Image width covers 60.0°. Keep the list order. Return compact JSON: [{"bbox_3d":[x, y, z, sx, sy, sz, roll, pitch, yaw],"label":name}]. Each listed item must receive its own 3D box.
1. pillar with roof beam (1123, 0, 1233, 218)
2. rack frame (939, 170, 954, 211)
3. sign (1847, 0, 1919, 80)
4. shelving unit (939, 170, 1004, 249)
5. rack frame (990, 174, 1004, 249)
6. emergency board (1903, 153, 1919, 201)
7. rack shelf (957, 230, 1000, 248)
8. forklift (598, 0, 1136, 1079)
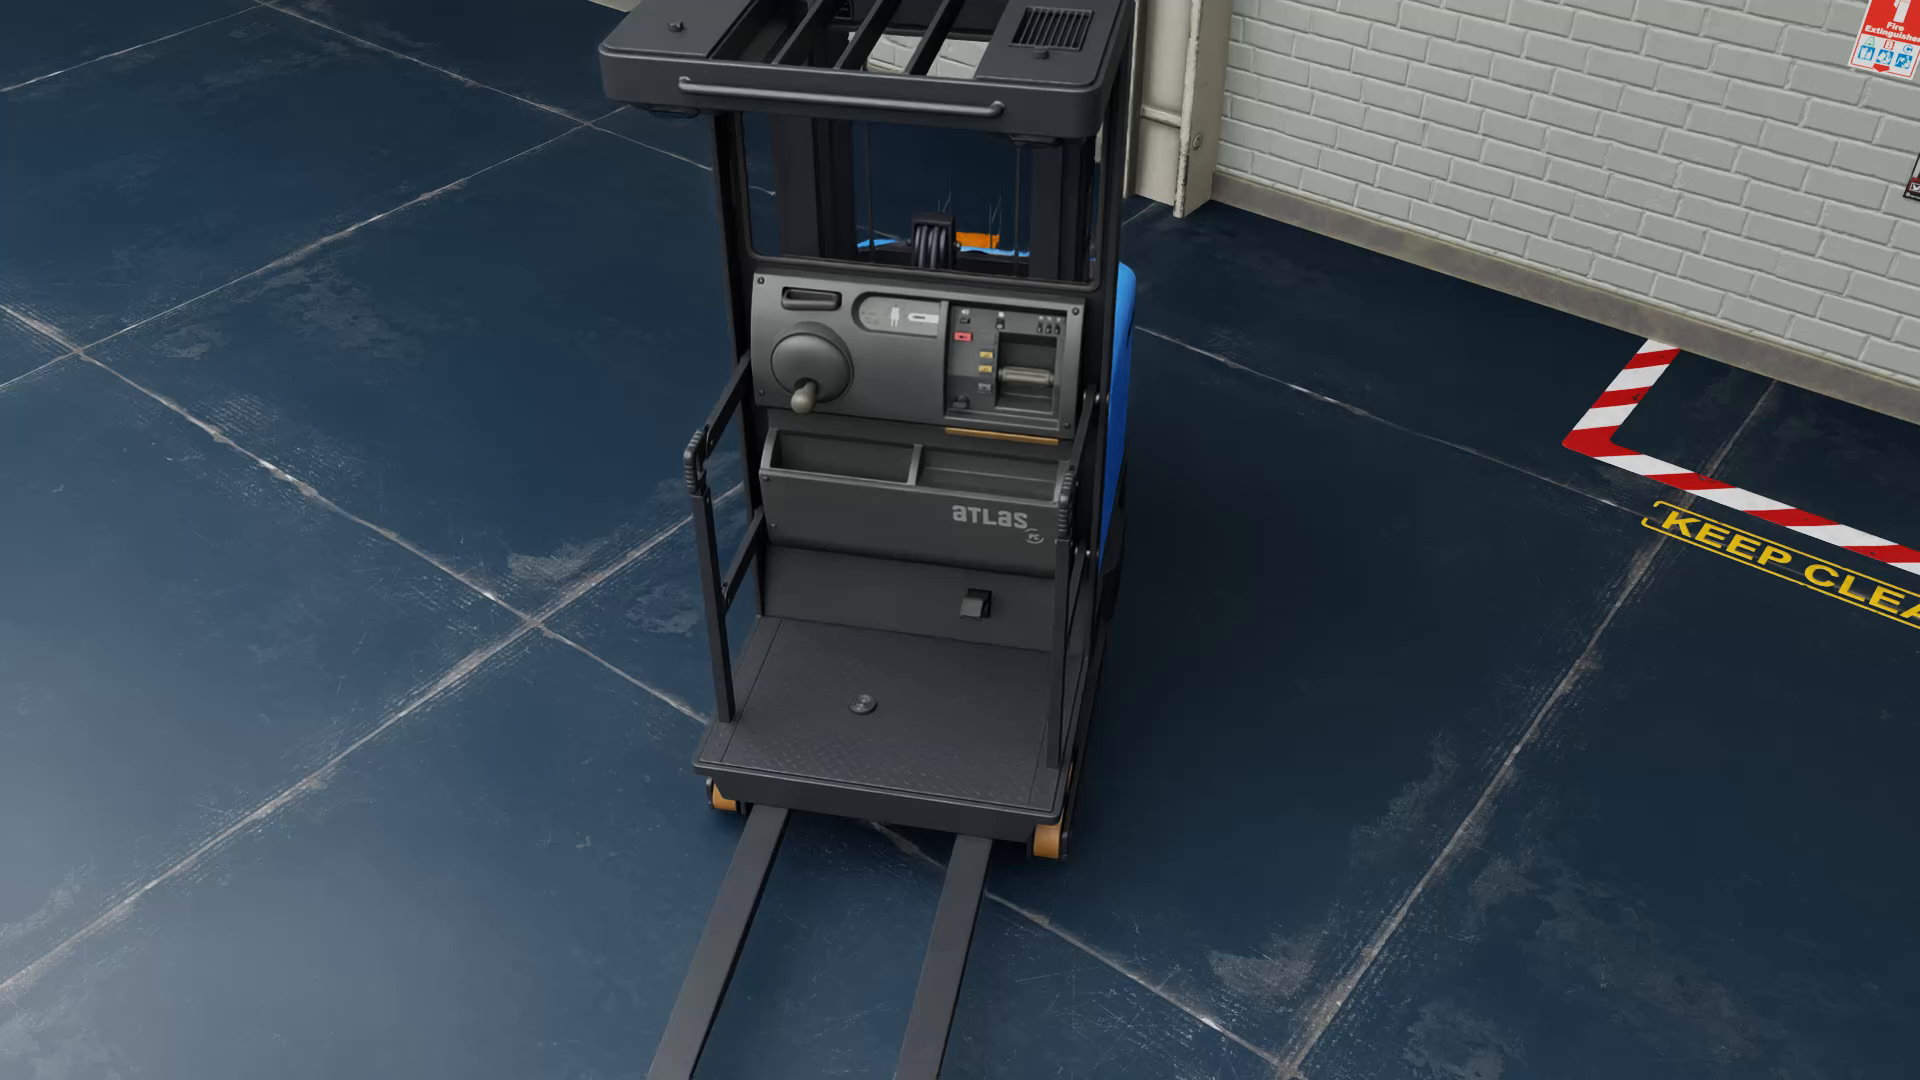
[{"bbox_3d":[-1.571,-3.189,3.024,0.400,9.000,9.100,25,45,29],"label":"pillar with roof beam"},{"bbox_3d":[-0.048,-0.793,6.289,0.006,1.200,0.240,7,38,9],"label":"rack frame"},{"bbox_3d":[3.494,-1.904,6.220,0.234,0.329,0.001,25,45,29],"label":"sign"},{"bbox_3d":[0.041,-0.782,6.275,0.189,1.200,0.258,7,38,9],"label":"shelving unit"},{"bbox_3d":[0.131,-0.771,6.261,0.006,1.200,0.240,7,38,9],"label":"rack frame"},{"bbox_3d":[3.875,-1.645,5.917,0.626,1.169,0.157,25,45,29],"label":"emergency board"},{"bbox_3d":[0.042,-1.031,6.081,0.180,0.103,0.258,7,38,9],"label":"rack shelf"},{"bbox_3d":[-0.164,-0.443,4.438,1.130,2.935,3.031,7,39,9],"label":"forklift"}]
